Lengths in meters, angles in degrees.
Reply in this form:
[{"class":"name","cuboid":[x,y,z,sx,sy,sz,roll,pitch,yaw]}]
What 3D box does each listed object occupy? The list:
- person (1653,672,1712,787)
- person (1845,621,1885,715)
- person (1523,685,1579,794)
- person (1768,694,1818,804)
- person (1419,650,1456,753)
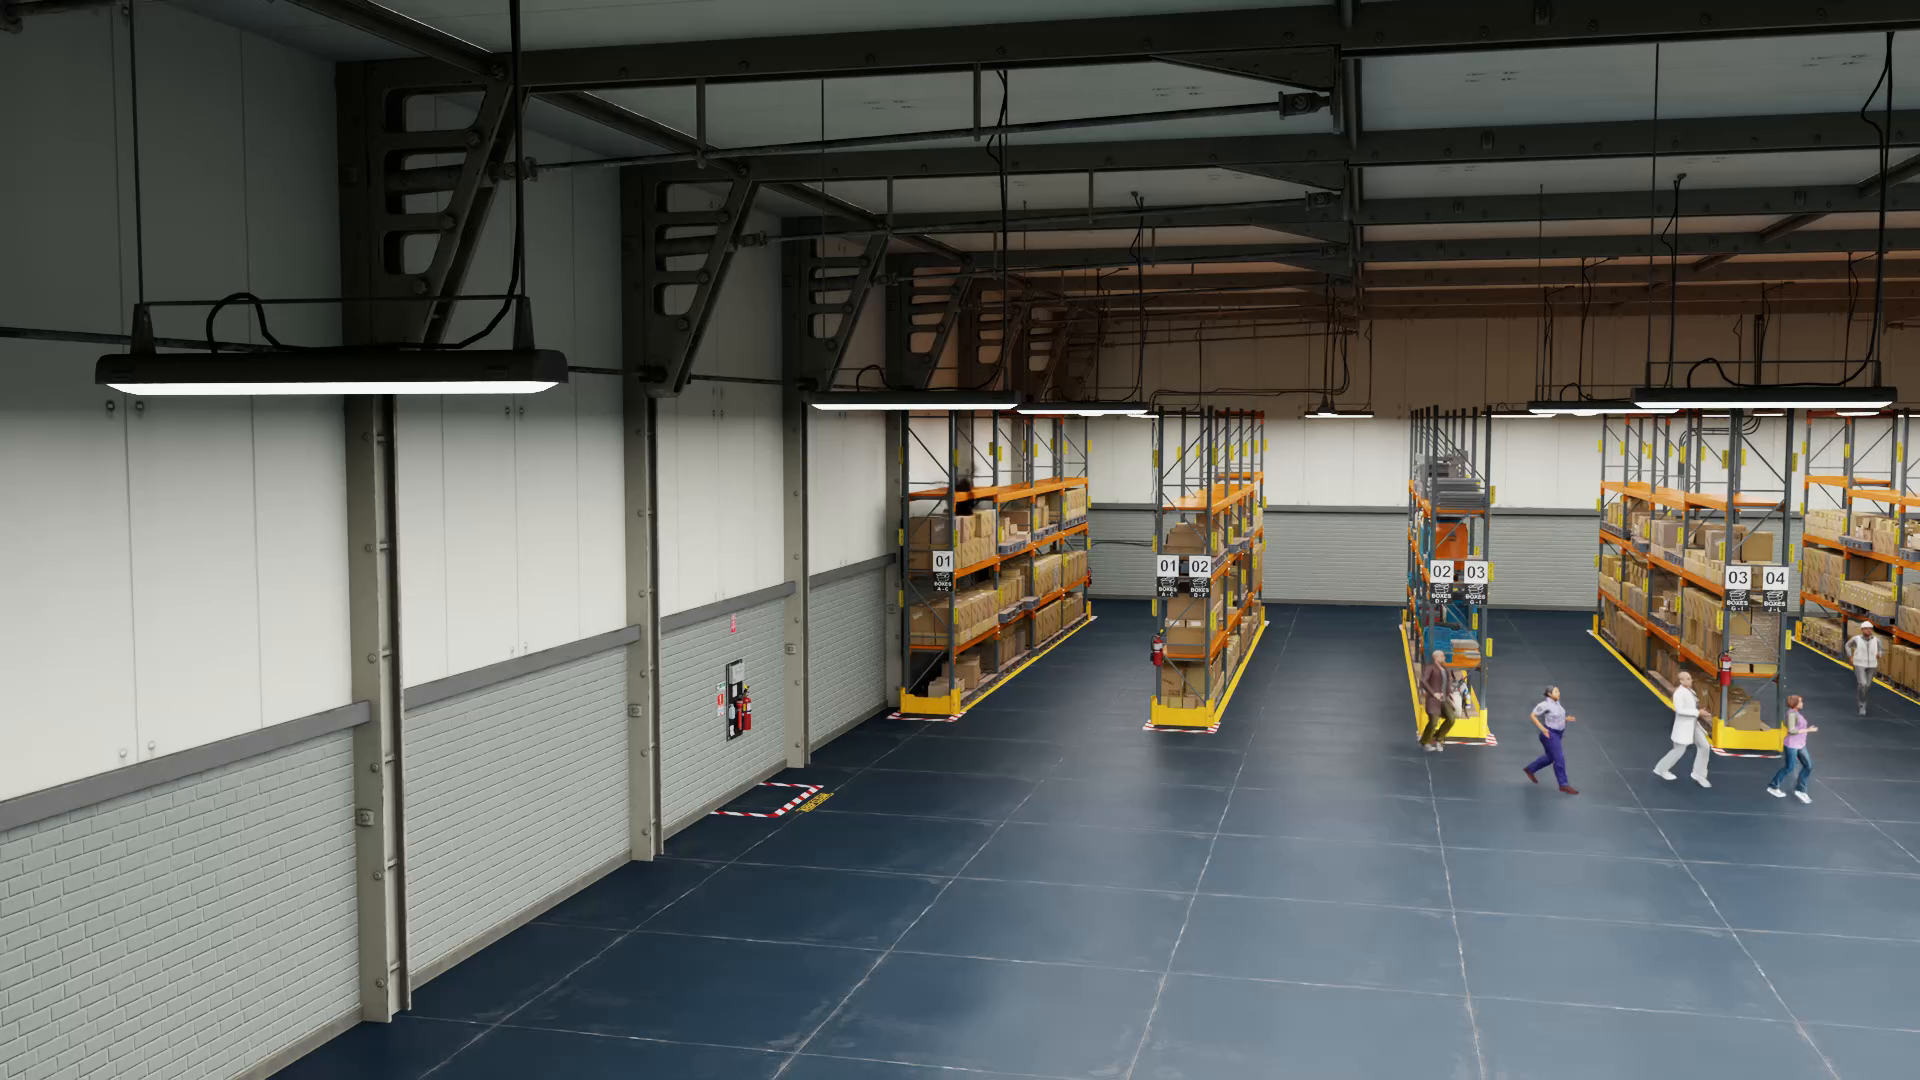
[{"class":"person","cuboid":[11.427,2.977,26.234,0.719,1.826,0.866,-4,6,-43]},{"class":"person","cuboid":[17.796,2.499,32.681,0.644,1.823,0.793,1,4,9]},{"class":"person","cuboid":[9.128,3.043,25.671,0.943,1.632,0.608,4,5,40]},{"class":"person","cuboid":[12.514,3.128,24.952,0.677,1.633,0.516,4,6,44]},{"class":"person","cuboid":[8.323,2.797,28.850,0.768,1.745,0.624,-2,5,-26]}]
